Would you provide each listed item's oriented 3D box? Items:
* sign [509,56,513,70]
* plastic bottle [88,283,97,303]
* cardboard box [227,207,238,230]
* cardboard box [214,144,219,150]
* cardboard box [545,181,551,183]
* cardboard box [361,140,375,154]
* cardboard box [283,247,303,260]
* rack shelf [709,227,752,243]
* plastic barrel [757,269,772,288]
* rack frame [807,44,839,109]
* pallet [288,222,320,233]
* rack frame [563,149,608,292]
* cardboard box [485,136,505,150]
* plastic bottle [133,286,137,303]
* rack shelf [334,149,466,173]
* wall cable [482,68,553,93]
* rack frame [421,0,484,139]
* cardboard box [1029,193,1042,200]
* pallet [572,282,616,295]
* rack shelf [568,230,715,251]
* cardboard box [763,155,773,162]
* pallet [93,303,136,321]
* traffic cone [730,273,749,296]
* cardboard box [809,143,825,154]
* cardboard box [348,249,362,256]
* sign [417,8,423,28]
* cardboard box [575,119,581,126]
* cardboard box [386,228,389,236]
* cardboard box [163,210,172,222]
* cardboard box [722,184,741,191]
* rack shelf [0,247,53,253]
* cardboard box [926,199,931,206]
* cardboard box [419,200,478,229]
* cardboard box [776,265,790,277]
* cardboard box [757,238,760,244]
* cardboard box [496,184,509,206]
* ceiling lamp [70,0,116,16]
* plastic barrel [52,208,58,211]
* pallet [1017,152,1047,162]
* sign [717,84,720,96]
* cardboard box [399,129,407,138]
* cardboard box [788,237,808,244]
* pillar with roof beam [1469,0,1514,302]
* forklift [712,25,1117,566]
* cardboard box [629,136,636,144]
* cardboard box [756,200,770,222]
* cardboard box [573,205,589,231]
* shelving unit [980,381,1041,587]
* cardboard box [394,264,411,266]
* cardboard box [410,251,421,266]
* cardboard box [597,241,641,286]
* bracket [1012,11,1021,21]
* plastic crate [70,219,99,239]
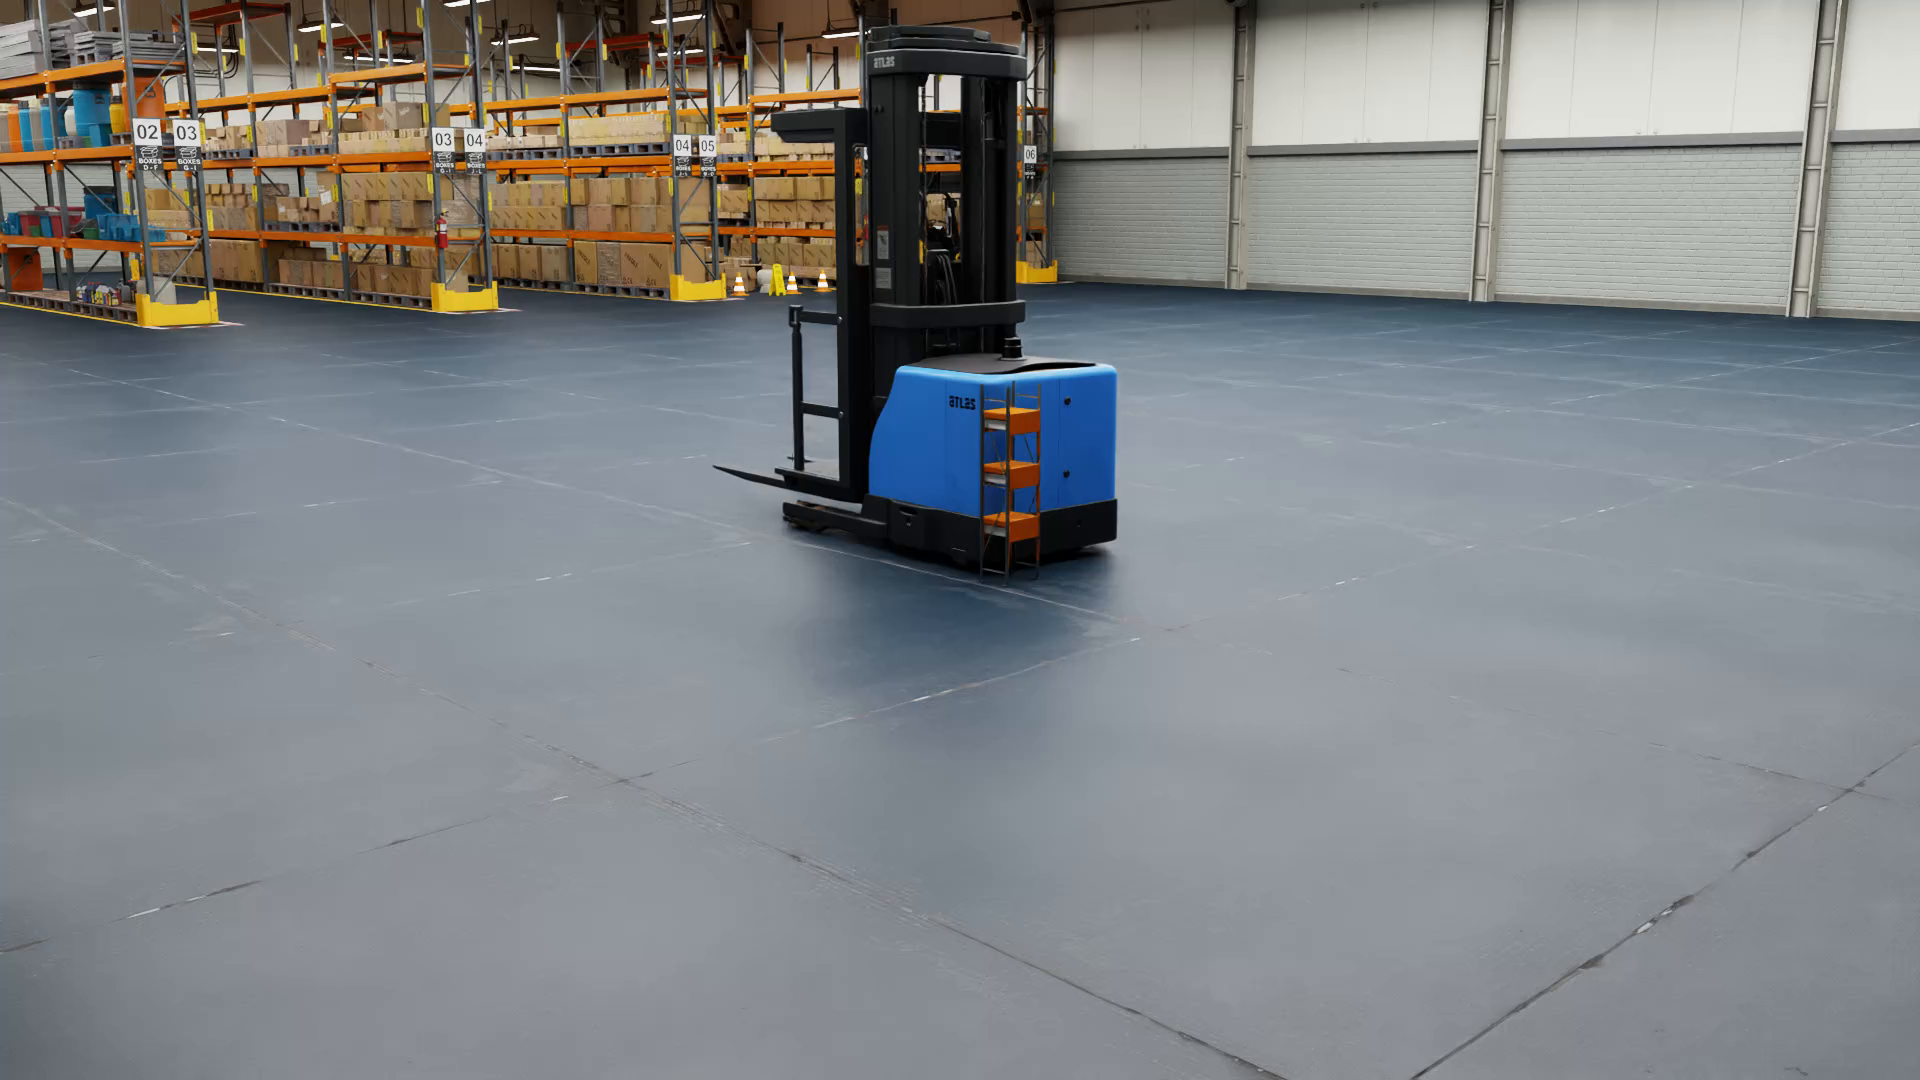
[{"bbox_3d":[-10.392,-11.031,38.444,0.100,0.325,0.005,-11,16,-43],"label":"sign"},{"bbox_3d":[-14.880,-4.244,28.551,0.185,0.351,0.144,11,16,43],"label":"plastic bottle"},{"bbox_3d":[-15.669,-7.038,36.393,0.500,0.500,0.500,11,16,43],"label":"cardboard box"},{"bbox_3d":[-16.291,-8.700,36.856,0.250,0.149,0.380,11,16,43],"label":"cardboard box"},{"bbox_3d":[-11.141,-9.782,45.625,0.380,0.149,0.250,-11,16,-43],"label":"cardboard box"},{"bbox_3d":[-10.856,-7.363,31.155,0.500,0.250,0.500,11,16,43],"label":"cardboard box"},{"bbox_3d":[-13.964,-6.068,35.176,0.500,0.250,0.500,-10,15,-40],"label":"cardboard box"},{"bbox_3d":[-5.899,-7.540,40.857,1.077,0.370,4.000,-11,16,-43],"label":"rack shelf"},{"bbox_3d":[-4.277,-5.845,37.233,0.512,0.421,0.421,-1,12,-4],"label":"plastic barrel"},{"bbox_3d":[-3.693,-11.815,44.956,1.000,3.000,0.127,-11,16,-43],"label":"rack frame"},{"bbox_3d":[-13.051,-6.426,34.143,1.003,0.211,1.213,-11,16,-43],"label":"pallet"},{"bbox_3d":[-8.029,-6.896,35.948,1.000,3.000,0.127,-11,16,-43],"label":"rack frame"},{"bbox_3d":[-10.450,-9.023,37.774,0.500,0.311,0.500,-11,16,-42],"label":"cardboard box"},{"bbox_3d":[-14.226,-4.246,28.728,0.061,0.283,0.133,-11,16,-43],"label":"plastic bottle"},{"bbox_3d":[-10.304,-7.044,31.018,1.077,0.370,4.000,-11,16,-43],"label":"rack shelf"},{"bbox_3d":[-14.351,-13.586,53.462,2.988,3.039,0.133,-11,16,-43],"label":"wall cable"},{"bbox_3d":[-8.923,-8.574,29.226,1.000,3.000,0.127,-11,16,-43],"label":"rack frame"},{"bbox_3d":[1.754,-8.300,40.171,0.380,0.149,0.250,-11,16,-44],"label":"cardboard box"},{"bbox_3d":[-7.560,-5.408,35.638,1.003,0.211,1.213,-11,16,-43],"label":"pallet"},{"bbox_3d":[-6.647,-6.251,34.604,1.077,0.370,4.000,-11,16,-43],"label":"rack shelf"},{"bbox_3d":[-4.342,-8.820,38.479,0.380,0.149,0.250,-11,16,-42],"label":"cardboard box"},{"bbox_3d":[-13.988,-3.881,28.228,1.003,0.211,1.213,-11,16,-43],"label":"pallet"},{"bbox_3d":[-4.606,-5.345,34.707,0.336,0.463,0.334,-11,16,-43],"label":"traffic cone"},{"bbox_3d":[-3.012,-8.744,37.118,0.500,0.250,0.500,-10,16,-41],"label":"cardboard box"},{"bbox_3d":[-15.841,-7.546,43.654,0.380,0.149,0.250,-11,16,-43],"label":"cardboard box"},{"bbox_3d":[-9.339,-9.034,28.755,0.100,0.325,0.005,-11,16,-43],"label":"sign"},{"bbox_3d":[-7.846,-8.749,34.870,0.380,0.149,0.250,-11,16,-43],"label":"cardboard box"},{"bbox_3d":[-10.504,-5.776,31.134,0.380,0.149,0.250,-11,16,-43],"label":"cardboard box"},{"bbox_3d":[-18.417,-7.637,39.179,0.500,0.250,0.500,-10,16,-41],"label":"cardboard box"},{"bbox_3d":[-5.486,-8.453,39.873,0.250,0.149,0.380,11,16,43],"label":"cardboard box"},{"bbox_3d":[-19.411,-6.052,33.638,1.077,0.370,4.000,-11,16,-43],"label":"rack shelf"},{"bbox_3d":[-0.721,-8.538,42.066,0.380,0.149,0.250,-10,16,-41],"label":"cardboard box"},{"bbox_3d":[-9.283,-5.914,30.199,0.875,0.500,0.500,-11,16,-43],"label":"cardboard box"},{"bbox_3d":[-3.929,-6.259,38.632,0.500,0.250,0.500,-10,15,-39],"label":"cardboard box"},{"bbox_3d":[-5.623,-8.524,47.400,0.380,0.149,0.250,-11,16,-43],"label":"cardboard box"},{"bbox_3d":[-10.138,-7.878,37.988,0.700,0.500,0.500,-11,16,-43],"label":"cardboard box"},{"bbox_3d":[-18.192,-12.762,35.089,0.800,3.185,2.000,-11,16,-43],"label":"ceiling lamp"},{"bbox_3d":[-16.874,-5.986,31.254,0.421,0.512,0.421,0,12,0],"label":"plastic barrel"},{"bbox_3d":[1.362,-9.241,40.119,1.003,0.211,1.213,-11,16,-43],"label":"pallet"},{"bbox_3d":[-6.861,-12.822,47.333,0.100,0.325,0.005,-11,16,-43],"label":"sign"},{"bbox_3d":[-9.894,-7.336,30.034,0.380,0.149,0.250,-11,16,-42],"label":"cardboard box"},{"bbox_3d":[-3.719,-6.880,38.180,0.380,0.149,0.250,-10,15,-39],"label":"cardboard box"},{"bbox_3d":[7.176,-8.523,28.979,9.100,9.000,0.400,-11,16,-43],"label":"pillar with roof beam"},{"bbox_3d":[-0.438,-1.536,10.102,1.130,2.935,3.031,-10,15,-40],"label":"forklift"},{"bbox_3d":[-6.444,-8.063,33.512,0.380,0.149,0.250,-11,16,-43],"label":"cardboard box"},{"bbox_3d":[-4.416,-7.692,38.827,0.500,0.500,0.500,-11,16,-43],"label":"cardboard box"},{"bbox_3d":[-7.765,-6.917,35.680,0.875,0.550,0.550,-11,16,-43],"label":"cardboard box"},{"bbox_3d":[0.264,-0.298,8.758,0.215,1.050,0.252,11,16,43],"label":"shelving unit"},{"bbox_3d":[-14.070,-6.882,41.908,0.380,0.149,0.250,-11,16,-42],"label":"cardboard box"},{"bbox_3d":[-13.235,-6.900,41.122,0.500,0.500,0.500,-10,15,-40],"label":"cardboard box"},{"bbox_3d":[-7.020,-5.828,34.991,0.875,0.875,0.875,-11,16,-42],"label":"cardboard box"},{"bbox_3d":[1.459,-12.648,40.082,0.235,0.232,0.430,-11,16,-43],"label":"bracket"},{"bbox_3d":[-14.998,-5.405,28.864,0.767,0.338,0.504,-11,16,-43],"label":"plastic crate"}]
